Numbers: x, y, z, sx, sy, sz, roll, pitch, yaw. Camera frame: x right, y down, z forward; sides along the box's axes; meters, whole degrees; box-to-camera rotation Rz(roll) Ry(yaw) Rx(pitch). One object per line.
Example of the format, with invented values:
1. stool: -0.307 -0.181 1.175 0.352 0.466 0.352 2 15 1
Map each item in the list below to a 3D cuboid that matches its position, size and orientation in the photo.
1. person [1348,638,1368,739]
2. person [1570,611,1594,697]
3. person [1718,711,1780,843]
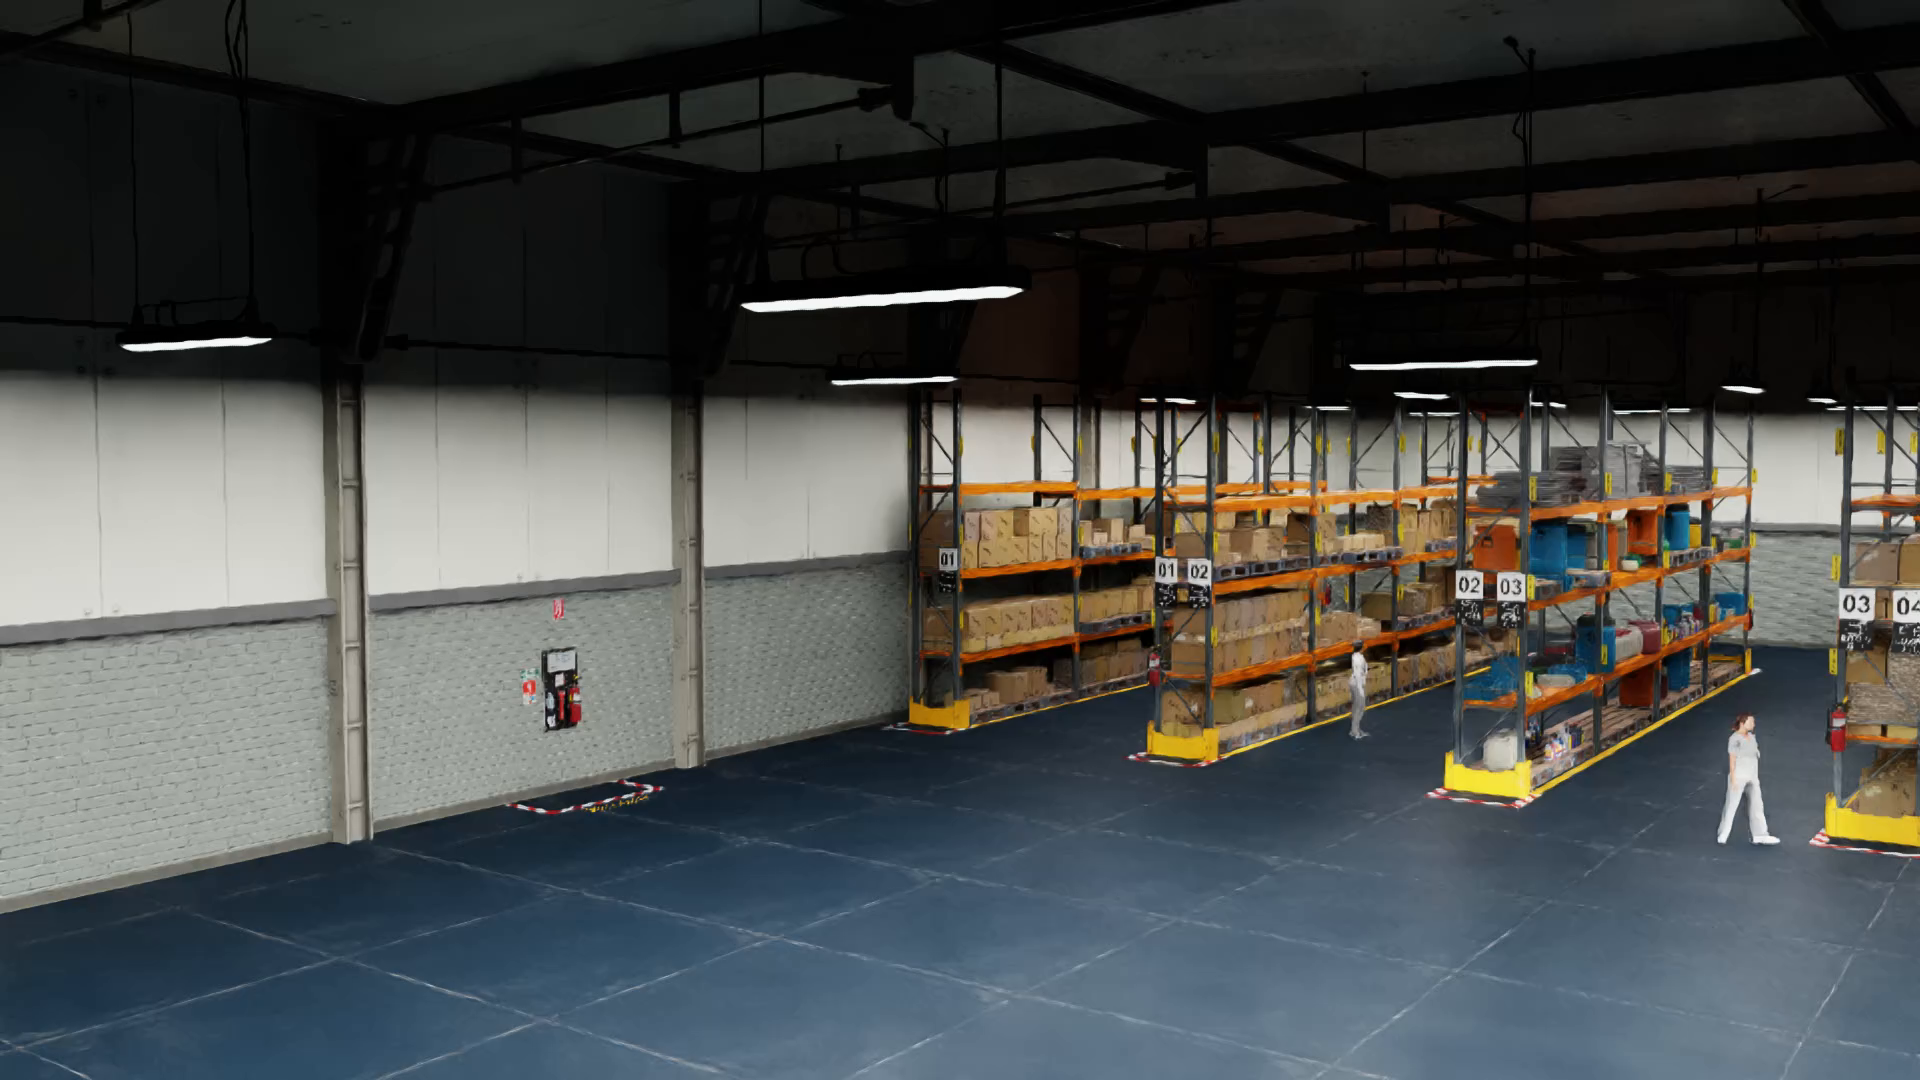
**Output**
1. person: 6.858 2.556 28.606 0.358 1.730 0.544 0 3 8
2. person: 12.497 2.256 33.086 0.729 1.733 0.546 2 4 34
3. person: 9.849 2.967 20.843 0.666 1.662 0.528 -1 4 -23
